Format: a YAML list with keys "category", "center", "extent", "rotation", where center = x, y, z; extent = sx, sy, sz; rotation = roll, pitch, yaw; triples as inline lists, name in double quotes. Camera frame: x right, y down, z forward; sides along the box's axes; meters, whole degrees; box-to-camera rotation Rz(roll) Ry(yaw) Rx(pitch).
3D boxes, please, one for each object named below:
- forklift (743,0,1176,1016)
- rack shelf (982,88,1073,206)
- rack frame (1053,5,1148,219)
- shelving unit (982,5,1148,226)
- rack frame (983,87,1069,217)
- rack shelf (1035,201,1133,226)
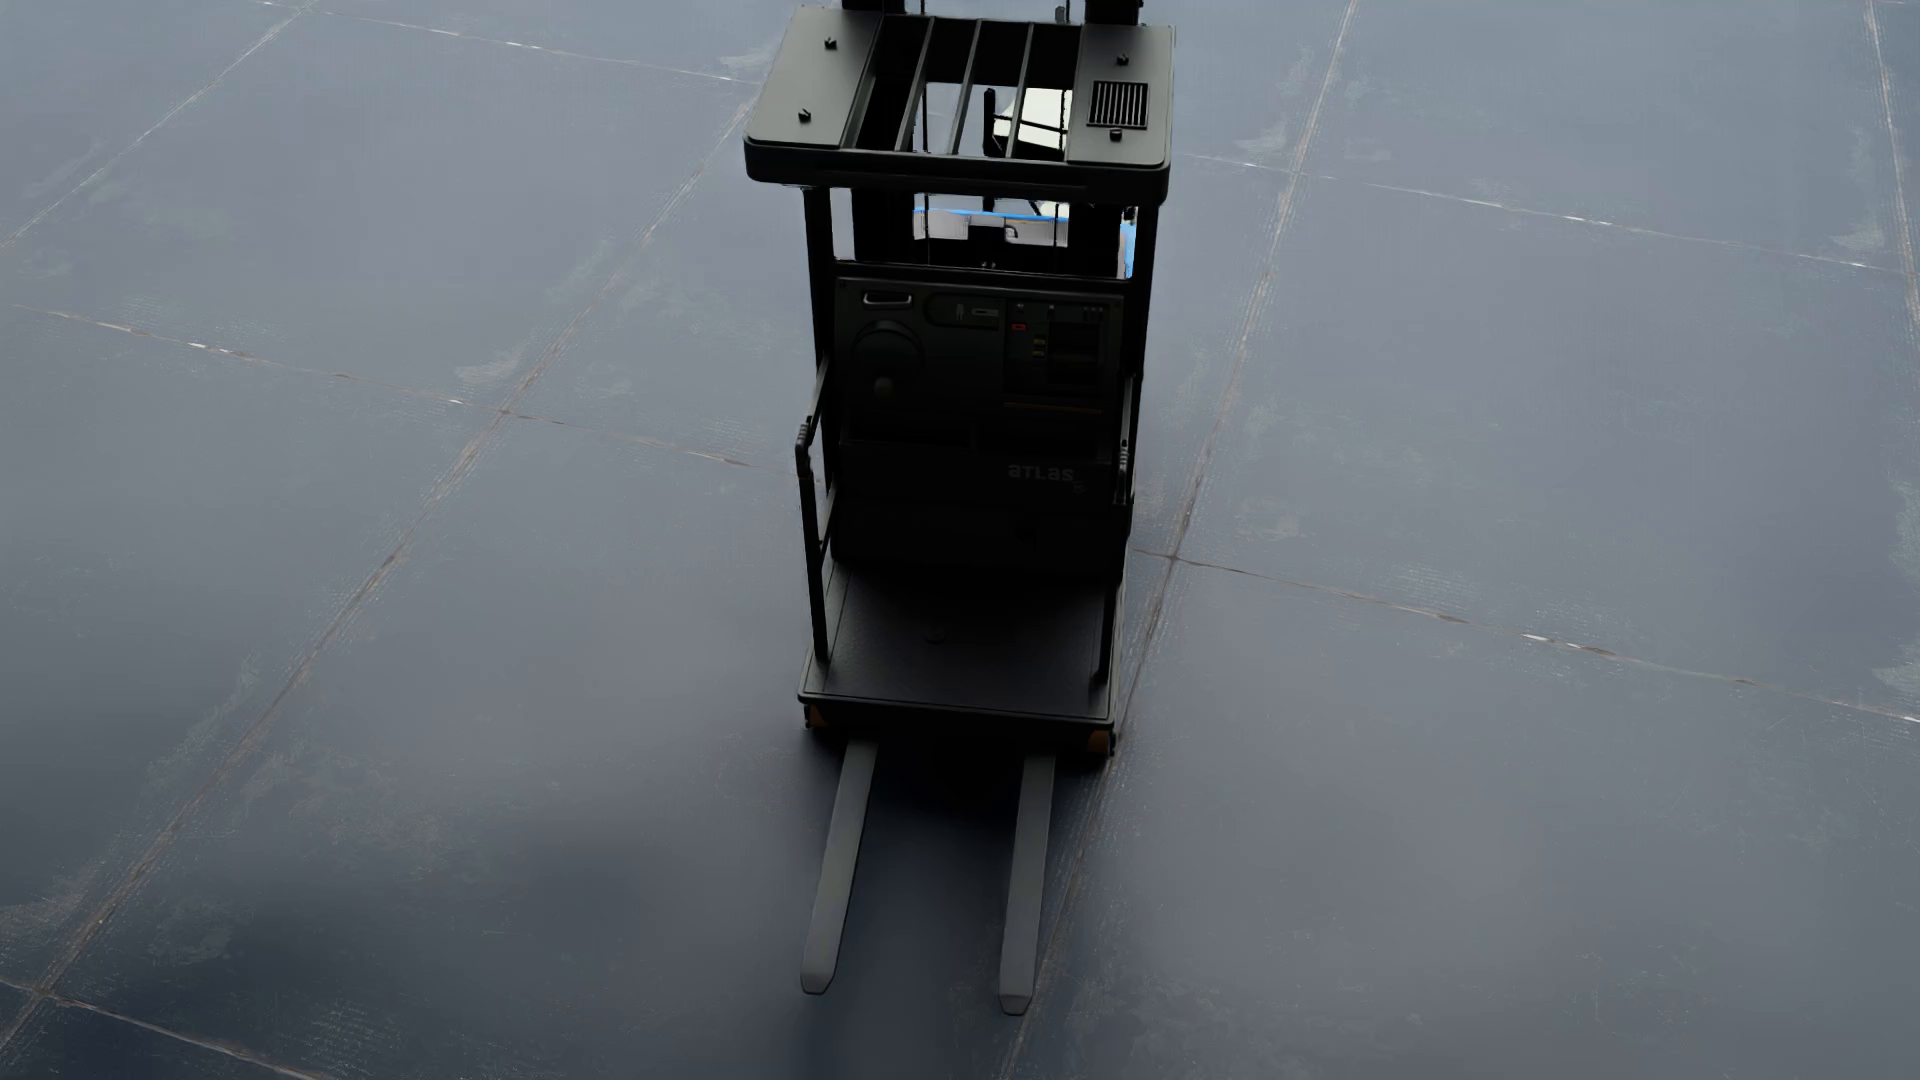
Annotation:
- category: "forklift"
  center: [0.034, -0.543, 5.209]
  extent: [1.130, 2.935, 3.031]
  rotation: [5, 45, 5]
- category: "rack shelf"
  center: [0.430, -1.652, 6.808]
  extent: [0.431, 0.370, 0.720]
  rotation: [17, 47, 17]
- category: "rack frame"
  center: [0.579, -1.606, 7.319]
  extent: [0.400, 1.500, 0.023]
  rotation: [17, 47, 17]
- category: "shelving unit"
  center: [0.430, -1.373, 7.081]
  extent: [0.431, 1.500, 0.755]
  rotation: [17, 47, 17]
- category: "rack frame"
  center: [0.280, -1.139, 6.842]
  extent: [0.400, 1.500, 0.023]
  rotation: [17, 47, 17]
- category: "rack shelf"
  center: [0.430, -1.140, 7.309]
  extent: [0.431, 0.370, 0.720]
  rotation: [17, 47, 17]
